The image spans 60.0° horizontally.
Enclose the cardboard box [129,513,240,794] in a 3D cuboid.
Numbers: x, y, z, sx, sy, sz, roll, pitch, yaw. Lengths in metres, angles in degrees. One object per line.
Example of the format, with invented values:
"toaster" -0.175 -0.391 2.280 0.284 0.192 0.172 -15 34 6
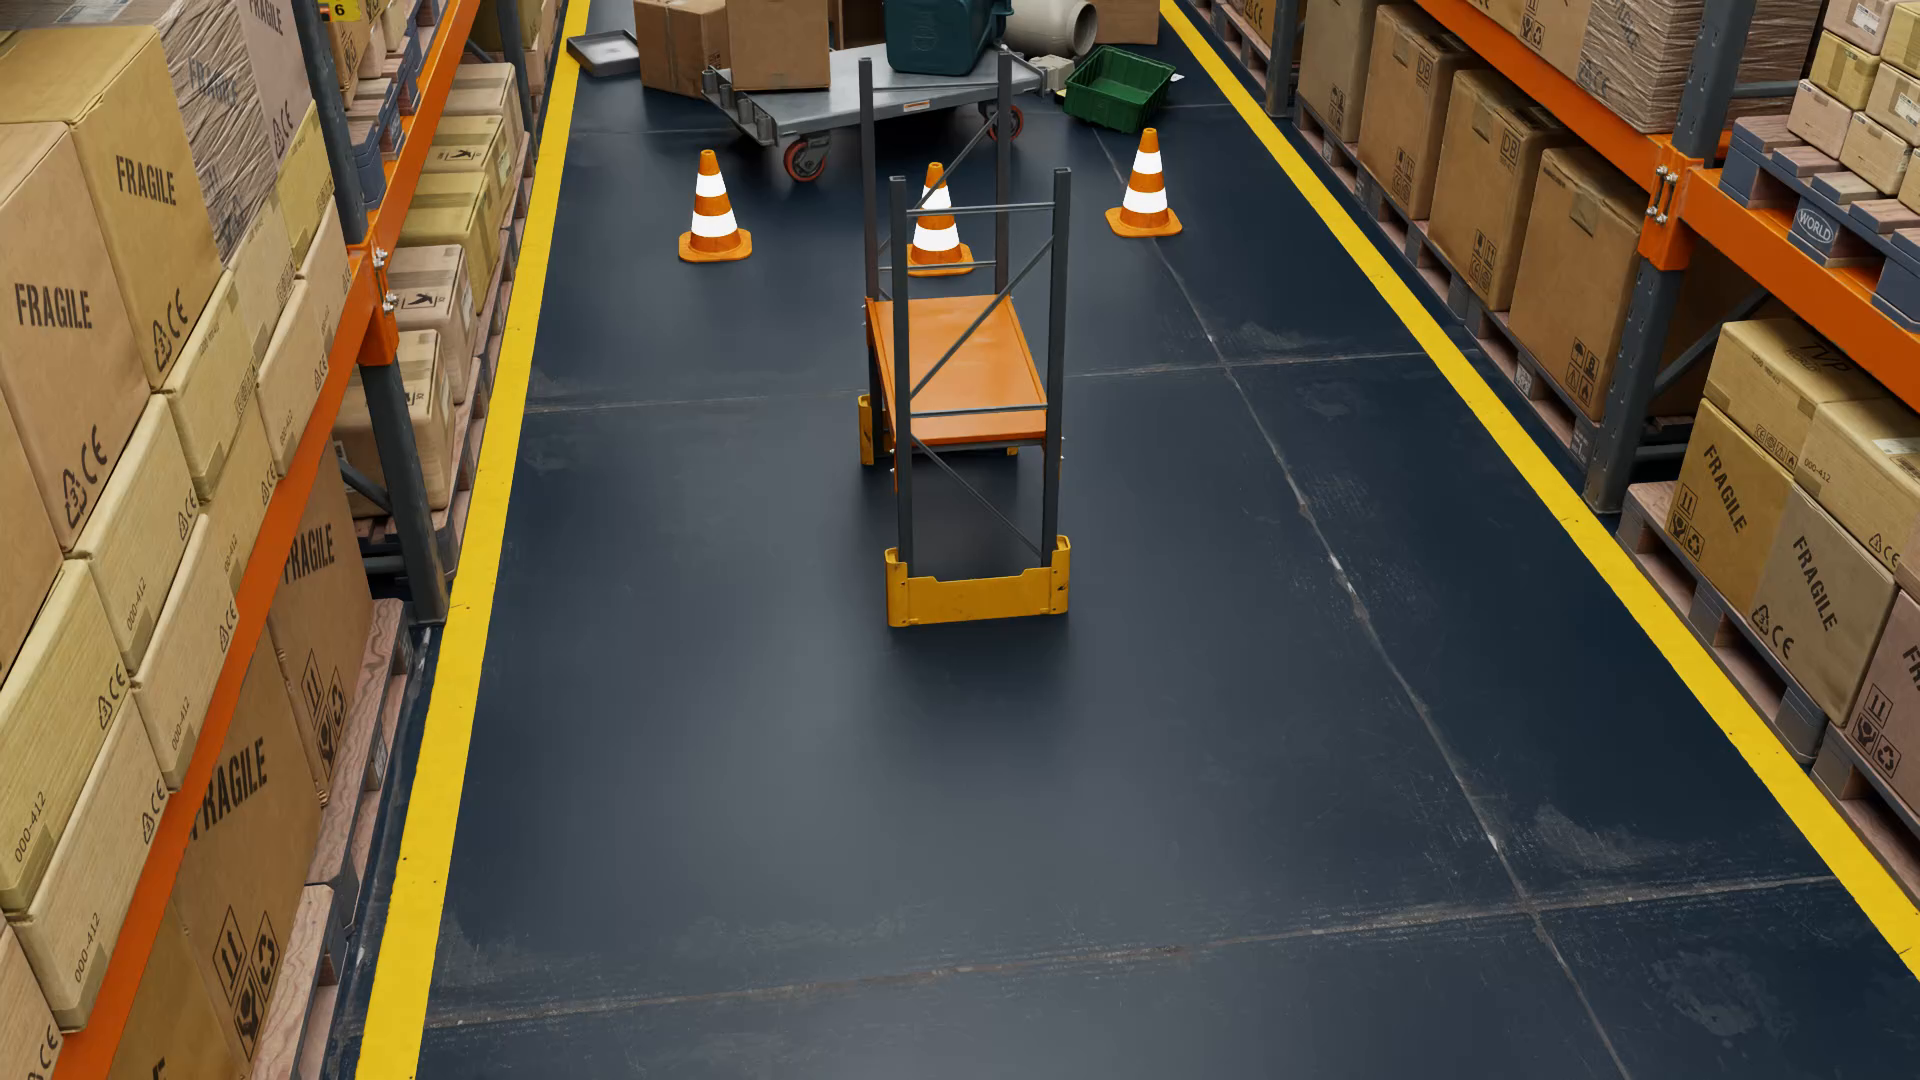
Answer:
"cardboard box" -1.600 0.210 2.911 0.500 0.250 0.500 -5 35 -7

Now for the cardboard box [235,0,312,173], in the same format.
"cardboard box" -1.829 -1.149 3.795 0.500 0.500 0.500 -5 35 -8

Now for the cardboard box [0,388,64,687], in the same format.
"cardboard box" -1.555 -0.015 2.131 0.500 0.500 0.500 -5 35 -8

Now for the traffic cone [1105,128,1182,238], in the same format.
"traffic cone" 0.880 -1.715 7.856 0.336 0.463 0.334 -4 35 -6

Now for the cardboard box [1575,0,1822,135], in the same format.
"cardboard box" 2.407 -1.667 5.443 0.500 0.500 0.500 -4 35 -6

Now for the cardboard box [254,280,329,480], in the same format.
"cardboard box" -1.748 -0.355 3.740 0.500 0.250 0.500 -4 34 -6

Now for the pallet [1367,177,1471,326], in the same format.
"pallet" 2.542 -1.367 7.568 1.003 0.211 1.213 -4 35 -6

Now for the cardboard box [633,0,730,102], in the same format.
"cardboard box" -1.491 -2.864 9.507 0.500 0.500 0.500 20 39 26

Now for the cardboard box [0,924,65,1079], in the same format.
"cardboard box" -1.488 0.777 2.079 0.500 0.250 0.500 -5 35 -8

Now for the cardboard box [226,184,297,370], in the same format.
"cardboard box" -1.768 -0.571 3.613 0.500 0.250 0.500 -5 35 -8

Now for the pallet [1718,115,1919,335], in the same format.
"pallet" 2.935 -0.925 4.615 1.213 0.211 1.003 -4 35 -6

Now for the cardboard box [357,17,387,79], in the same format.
"cardboard box" -2.013 -1.545 5.203 0.380 0.149 0.250 -7 35 -9

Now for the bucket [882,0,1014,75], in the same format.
"bucket" -0.107 -2.803 8.757 0.726 0.611 0.620 7 45 10

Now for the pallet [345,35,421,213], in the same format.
"pallet" -2.359 -1.273 5.125 1.213 0.211 1.003 -4 35 -6

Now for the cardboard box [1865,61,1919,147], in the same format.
"cardboard box" 2.639 -1.151 4.361 0.380 0.149 0.250 -3 34 -4

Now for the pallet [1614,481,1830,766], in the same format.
"pallet" 2.838 0.194 5.278 1.003 0.211 1.213 -4 35 -6

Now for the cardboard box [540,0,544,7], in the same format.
"cardboard box" -2.591 -3.190 9.170 0.500 0.500 0.500 -3 34 -4

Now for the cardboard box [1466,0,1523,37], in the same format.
"cardboard box" 2.274 -2.224 6.261 0.500 0.500 0.500 -5 35 -7

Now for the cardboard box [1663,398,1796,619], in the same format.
"cardboard box" 2.576 -0.121 5.110 0.500 0.500 0.500 -6 35 -8

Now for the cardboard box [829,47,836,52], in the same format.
"cardboard box" -0.678 -2.682 9.450 0.396 0.266 0.258 27 43 34

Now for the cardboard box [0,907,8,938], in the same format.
"cardboard box" -1.497 0.569 1.941 0.500 0.250 0.500 -4 34 -6

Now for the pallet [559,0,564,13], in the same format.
"pallet" -3.149 -3.776 11.104 1.003 0.211 1.213 -4 35 -6

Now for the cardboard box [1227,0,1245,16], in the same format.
"cardboard box" 2.056 -3.781 10.148 0.875 0.875 0.875 -4 34 -6

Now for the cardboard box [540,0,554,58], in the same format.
"cardboard box" -2.590 -2.879 9.380 0.500 0.250 0.500 -3 34 -4

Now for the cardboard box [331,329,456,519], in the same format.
"cardboard box" -2.224 -0.367 5.585 0.950 0.372 0.625 -7 35 -10

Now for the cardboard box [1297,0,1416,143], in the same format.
"cardboard box" 2.369 -2.531 8.425 1.050 0.750 0.750 -5 35 -7

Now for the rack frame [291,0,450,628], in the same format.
"rack frame" -2.158 -0.963 4.499 1.000 3.000 0.127 -4 35 -6

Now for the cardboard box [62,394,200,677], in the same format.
"cardboard box" -1.609 0.003 2.771 0.500 0.250 0.500 -5 35 -8

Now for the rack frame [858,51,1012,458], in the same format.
"rack frame" -0.080 -0.951 5.814 0.500 1.500 0.032 -4 35 -6

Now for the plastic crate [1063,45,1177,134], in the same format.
"plastic crate" 0.874 -2.486 9.180 0.450 0.188 0.662 21 39 12

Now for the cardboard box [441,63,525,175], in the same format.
"cardboard box" -2.623 -1.990 7.967 0.950 0.372 0.625 -4 34 -6

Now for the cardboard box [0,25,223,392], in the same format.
"cardboard box" -1.691 -0.585 2.969 0.500 0.500 0.500 -4 35 -6

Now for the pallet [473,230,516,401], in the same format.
"pallet" -2.422 -0.926 6.922 1.003 0.211 1.213 -4 35 -6

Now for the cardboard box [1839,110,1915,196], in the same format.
"cardboard box" 2.630 -1.049 4.476 0.380 0.149 0.250 -3 34 -4

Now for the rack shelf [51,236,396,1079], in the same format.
"rack shelf" -1.889 0.450 3.064 1.077 0.370 4.000 -4 35 -6

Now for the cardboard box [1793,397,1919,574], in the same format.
"cardboard box" 2.655 -0.159 4.500 0.500 0.250 0.500 -5 35 -7

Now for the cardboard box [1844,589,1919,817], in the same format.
"cardboard box" 2.721 0.446 4.279 0.500 0.500 0.500 -5 35 -8

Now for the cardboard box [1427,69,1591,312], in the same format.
"cardboard box" 2.620 -1.472 6.872 1.050 0.750 0.750 -4 34 -6

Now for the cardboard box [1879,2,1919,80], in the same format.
"cardboard box" 2.643 -1.287 4.298 0.380 0.149 0.250 -5 35 -8

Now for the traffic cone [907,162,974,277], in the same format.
"traffic cone" -0.112 -1.475 7.503 0.336 0.463 0.334 -4 35 -6

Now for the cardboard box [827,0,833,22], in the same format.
"cardboard box" -0.489 -3.607 10.596 0.637 0.503 0.797 27 43 34

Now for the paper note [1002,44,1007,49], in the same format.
"paper note" 0.200 -3.015 10.155 0.172 0.023 0.155 7 35 10

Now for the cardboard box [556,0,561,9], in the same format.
"cardboard box" -2.720 -3.453 10.221 0.500 0.250 0.500 -6 35 -8

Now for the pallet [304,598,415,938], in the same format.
"pallet" -2.126 0.635 4.631 1.003 0.211 1.213 -4 35 -6

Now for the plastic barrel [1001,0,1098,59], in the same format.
"plastic barrel" 0.523 -3.079 9.892 0.512 0.421 0.421 20 39 26

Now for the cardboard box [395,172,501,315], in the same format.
"cardboard box" -2.427 -1.201 6.810 0.950 0.372 0.625 -3 34 -5

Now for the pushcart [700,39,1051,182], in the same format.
"pushcart" -0.443 -2.312 8.808 1.648 0.377 0.936 -16 38 -23

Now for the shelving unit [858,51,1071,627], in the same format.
"shelving unit" -0.010 -0.662 5.390 0.587 1.500 1.083 -4 35 -6

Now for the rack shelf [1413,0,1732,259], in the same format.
"rack shelf" 2.465 -2.213 6.973 1.077 0.370 4.000 -4 35 -6

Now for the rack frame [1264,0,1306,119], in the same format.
"rack frame" 2.196 -3.626 8.408 1.000 3.000 0.127 -4 35 -6

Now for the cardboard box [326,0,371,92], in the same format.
"cardboard box" -1.989 -1.569 4.663 0.500 0.500 0.500 -5 35 -8

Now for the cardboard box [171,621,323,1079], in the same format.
"cardboard box" -2.031 0.631 3.674 0.875 0.875 0.875 -4 34 -6

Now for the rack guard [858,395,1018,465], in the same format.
"rack guard" -0.077 -0.424 6.150 0.587 0.250 0.087 -4 35 -6

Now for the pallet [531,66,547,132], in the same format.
"pallet" -2.821 -2.415 9.106 1.003 0.211 1.213 -4 35 -6

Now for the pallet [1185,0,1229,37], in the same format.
"pallet" 2.004 -3.587 10.826 1.003 0.211 1.213 -4 35 -6
